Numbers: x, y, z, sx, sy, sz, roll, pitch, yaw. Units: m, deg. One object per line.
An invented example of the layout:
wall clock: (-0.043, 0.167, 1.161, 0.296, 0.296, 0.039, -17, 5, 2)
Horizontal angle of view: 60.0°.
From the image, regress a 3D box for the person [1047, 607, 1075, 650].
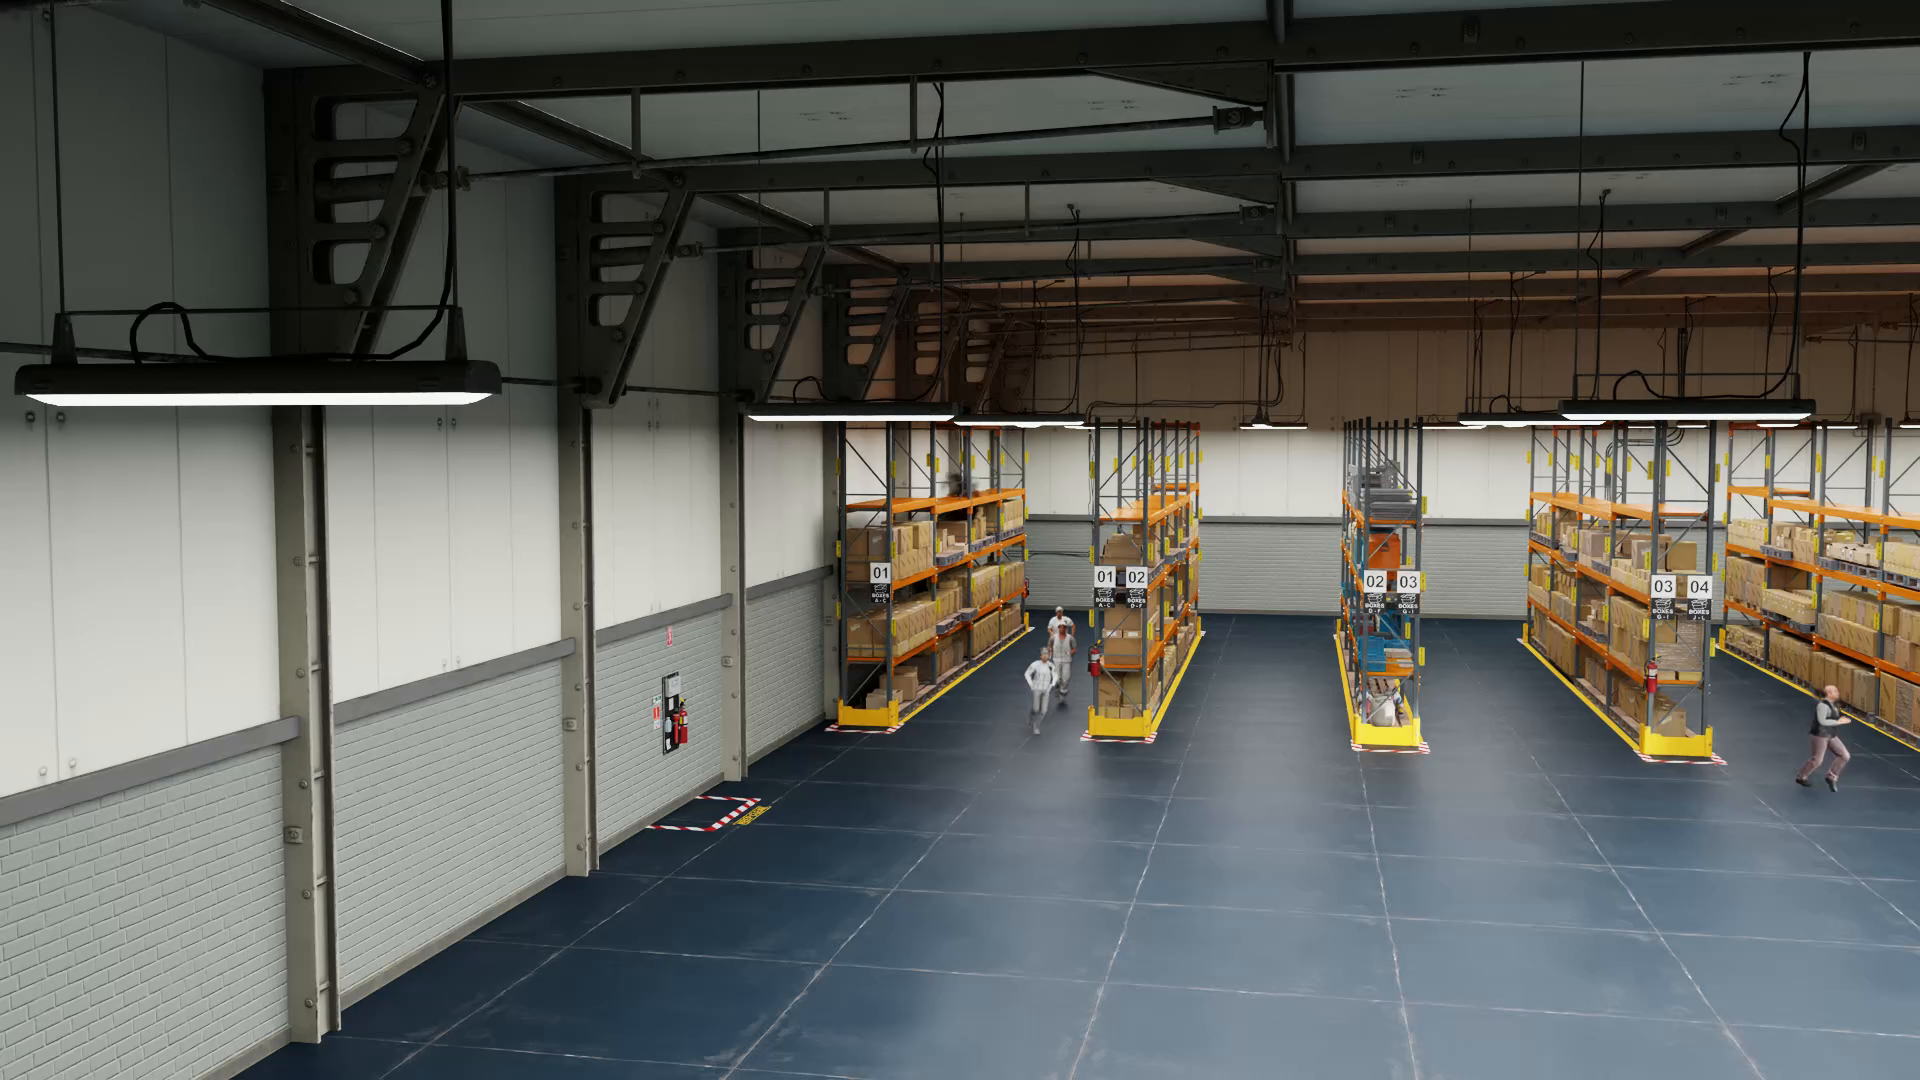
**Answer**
person: (2.341, 2.408, 38.722, 0.619, 1.702, 0.691, 1, 4, 10)

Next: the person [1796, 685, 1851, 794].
person: (13.732, 3.152, 26.424, 0.680, 1.732, 0.822, -3, 5, -41)

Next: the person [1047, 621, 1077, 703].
person: (2.136, 2.578, 34.960, 0.651, 1.740, 0.580, 0, 4, 6)

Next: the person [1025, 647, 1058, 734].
person: (1.563, 2.849, 31.754, 0.641, 1.650, 0.518, -1, 4, -10)
